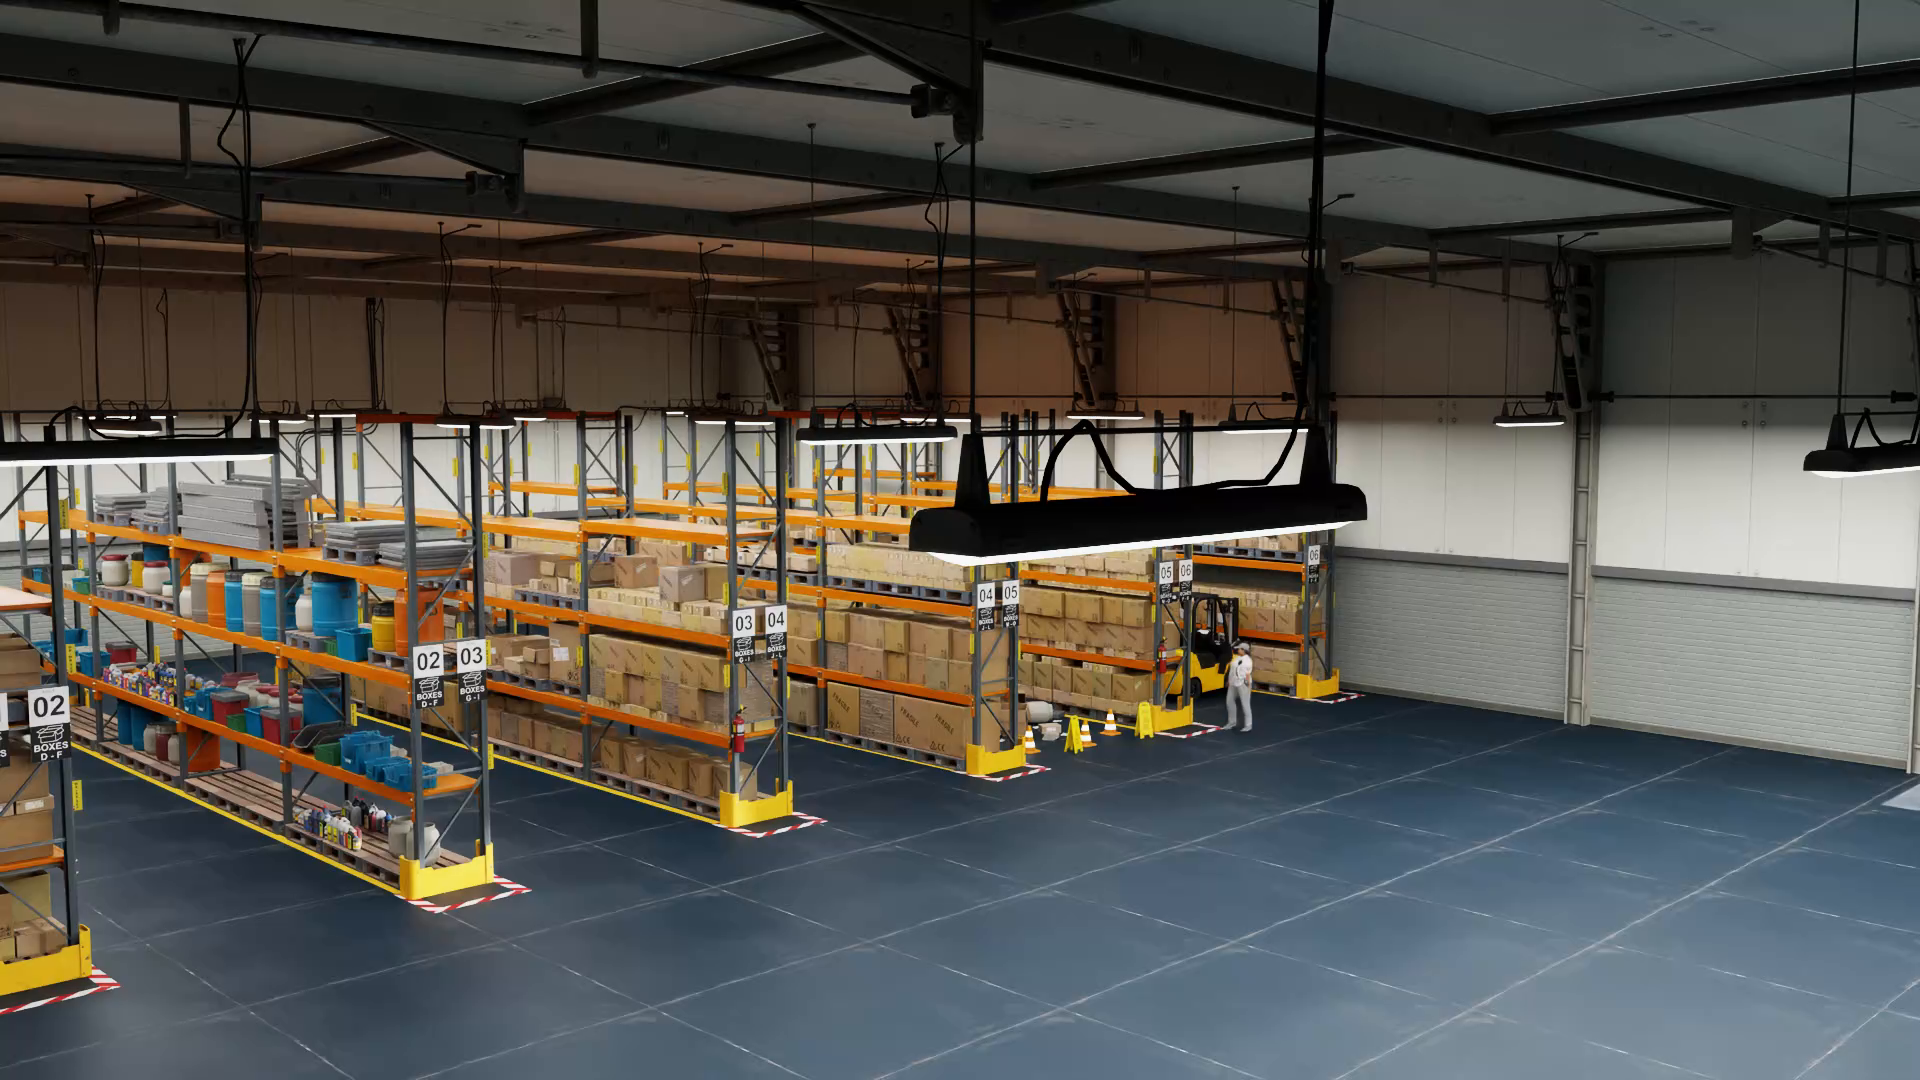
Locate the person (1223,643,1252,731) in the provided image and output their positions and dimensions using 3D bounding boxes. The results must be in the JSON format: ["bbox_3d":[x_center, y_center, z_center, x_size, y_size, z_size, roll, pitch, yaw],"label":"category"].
[{"bbox_3d":[5.251,2.778,31.472,0.435,1.702,0.637,-3,6,-34],"label":"person"}]

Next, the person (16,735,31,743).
[{"bbox_3d":[-13.875,3.383,24.773,0.456,1.616,0.309,3,6,34],"label":"person"}]
